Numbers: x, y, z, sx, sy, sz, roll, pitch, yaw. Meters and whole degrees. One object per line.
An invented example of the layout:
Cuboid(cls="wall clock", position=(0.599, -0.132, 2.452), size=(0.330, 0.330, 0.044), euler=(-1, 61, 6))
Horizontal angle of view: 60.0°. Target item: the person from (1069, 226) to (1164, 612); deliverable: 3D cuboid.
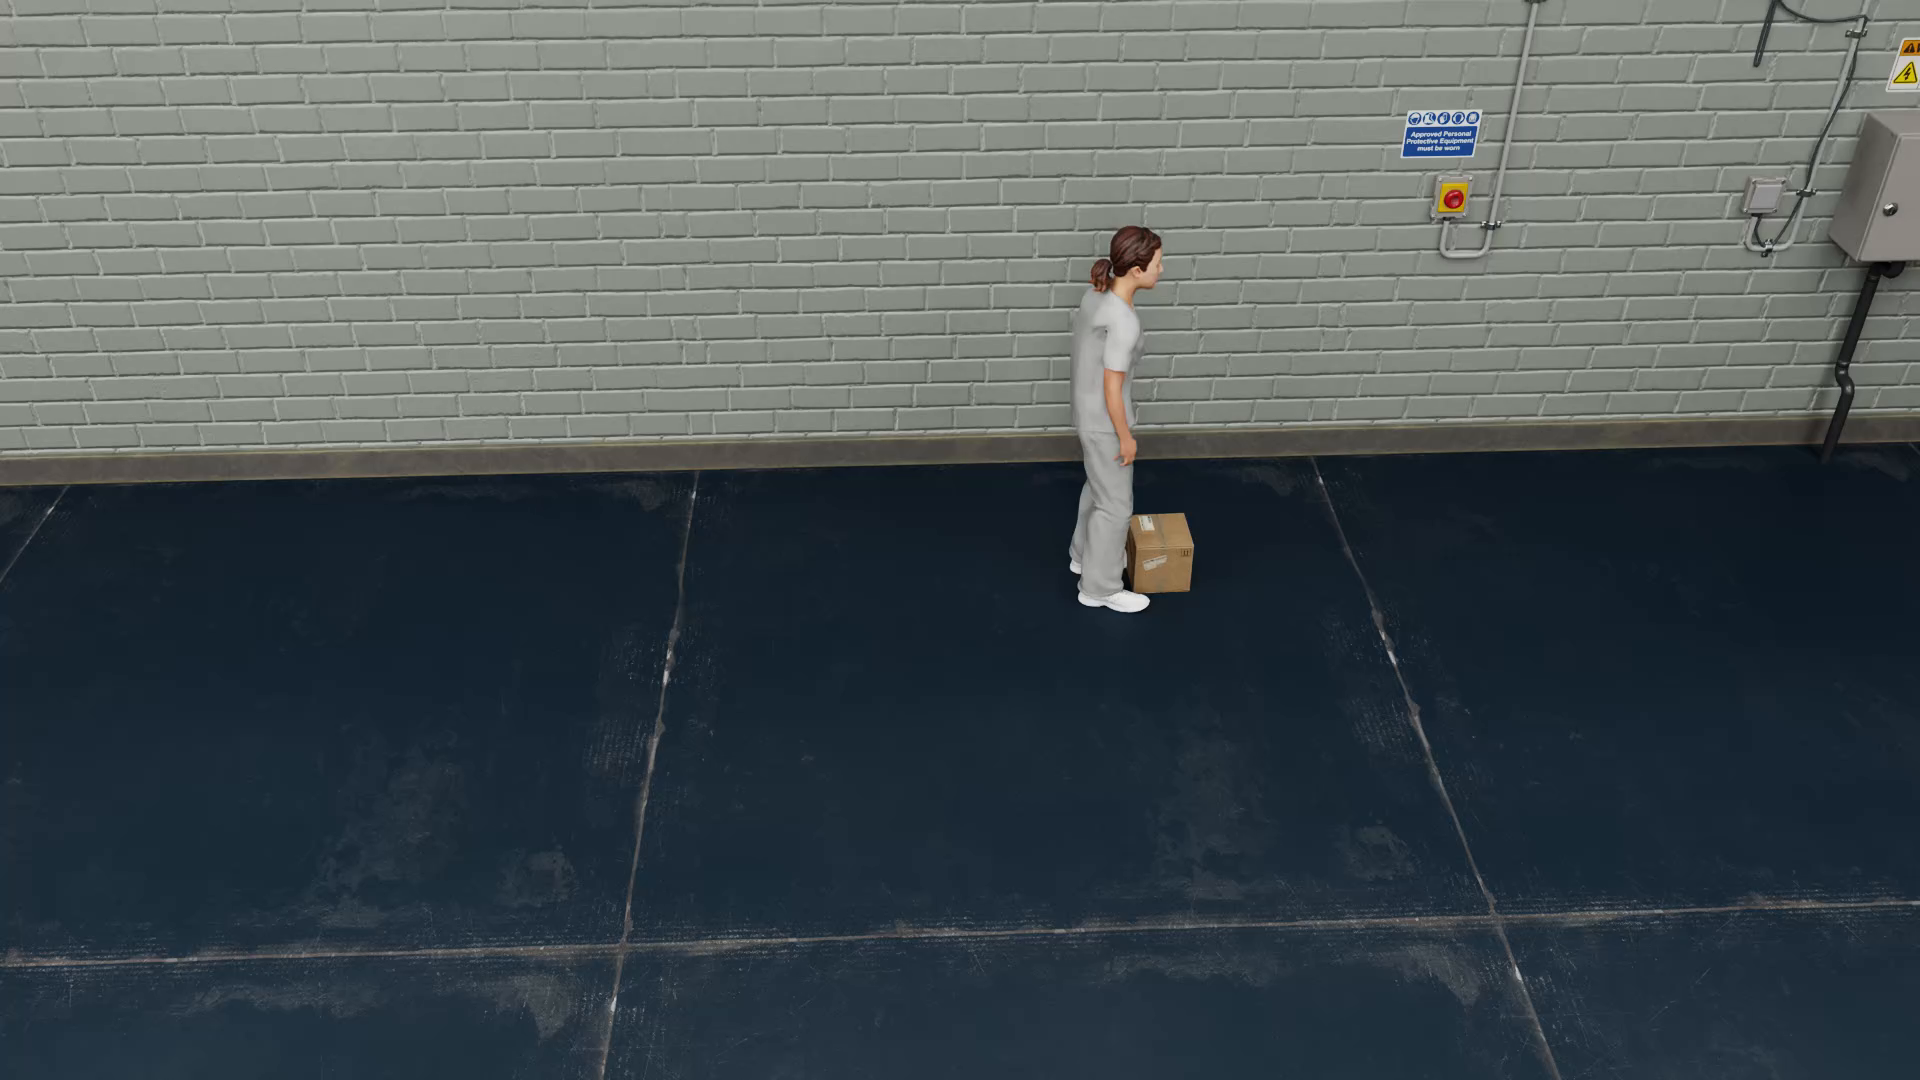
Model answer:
Cuboid(cls="person", position=(0.626, -0.505, 6.858), size=(0.353, 1.672, 0.502), euler=(-2, 35, -3))
